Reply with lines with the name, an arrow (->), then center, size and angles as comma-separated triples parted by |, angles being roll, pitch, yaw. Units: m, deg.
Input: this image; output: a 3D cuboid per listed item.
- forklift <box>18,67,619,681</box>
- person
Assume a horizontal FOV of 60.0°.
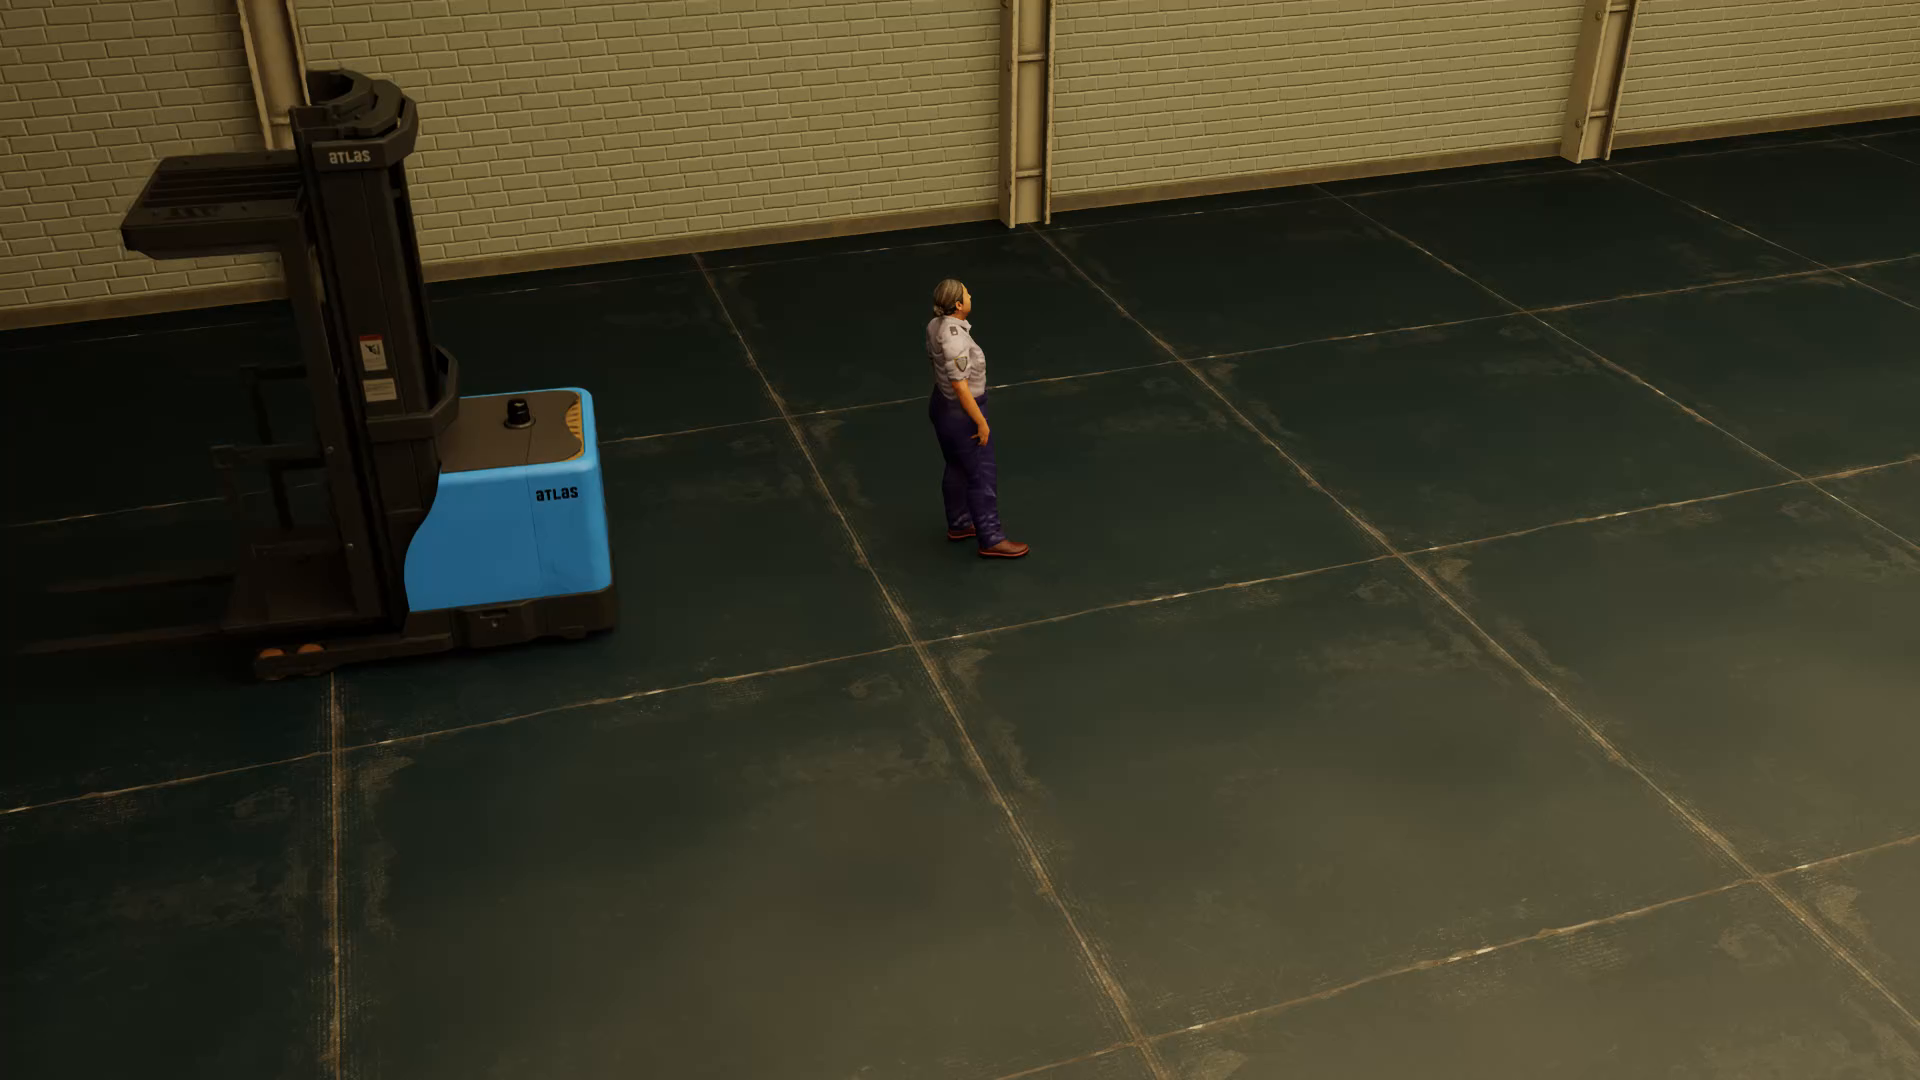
forklift -> -3.447, -0.820, 8.512 | 3.031, 2.935, 1.130 | -6, 31, -11
person -> 0.092, -0.724, 9.618 | 0.503, 1.650, 0.599 | -10, 31, -16
